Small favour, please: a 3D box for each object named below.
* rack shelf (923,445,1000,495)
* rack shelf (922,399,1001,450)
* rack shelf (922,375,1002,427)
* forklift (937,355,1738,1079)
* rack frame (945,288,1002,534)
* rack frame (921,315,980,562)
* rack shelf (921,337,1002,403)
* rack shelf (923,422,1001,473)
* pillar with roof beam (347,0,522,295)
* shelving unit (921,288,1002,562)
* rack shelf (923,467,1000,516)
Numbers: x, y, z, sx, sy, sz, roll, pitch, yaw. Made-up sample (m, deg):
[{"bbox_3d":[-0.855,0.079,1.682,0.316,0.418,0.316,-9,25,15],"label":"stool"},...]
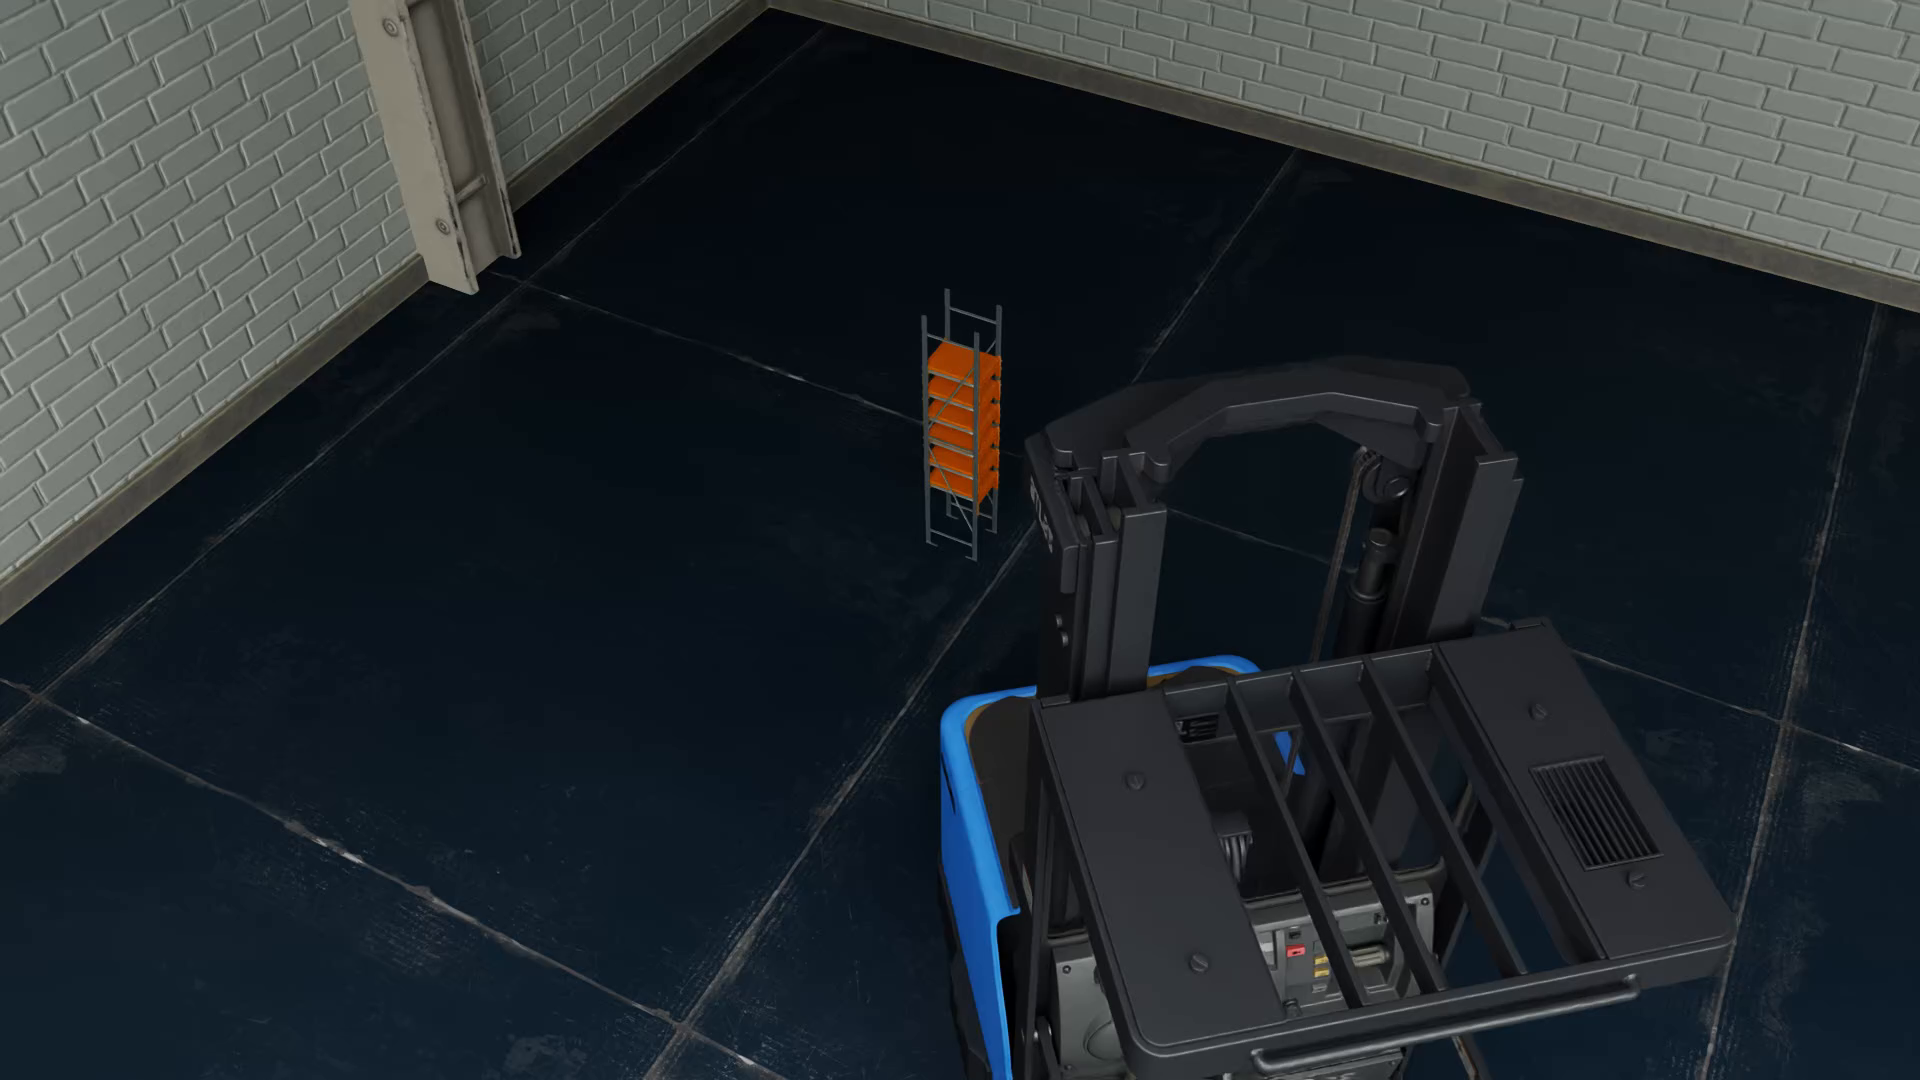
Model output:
[{"bbox_3d":[0.007,-0.315,6.729,0.258,0.103,0.180,20,49,19],"label":"rack shelf"},{"bbox_3d":[0.007,-0.484,6.558,0.258,0.103,0.180,20,49,19],"label":"rack shelf"},{"bbox_3d":[0.007,-0.568,6.473,0.258,0.103,0.180,20,49,19],"label":"rack shelf"},{"bbox_3d":[0.728,1.166,3.817,1.130,2.935,3.031,-8,46,-8],"label":"forklift"},{"bbox_3d":[0.049,-0.489,6.669,0.240,1.200,0.006,20,49,19],"label":"rack frame"},{"bbox_3d":[-0.036,-0.373,6.555,0.240,1.200,0.006,20,49,19],"label":"rack frame"},{"bbox_3d":[0.007,-0.653,6.388,0.258,0.103,0.180,20,49,19],"label":"rack shelf"},{"bbox_3d":[0.007,-0.400,6.644,0.258,0.103,0.180,20,49,19],"label":"rack shelf"},{"bbox_3d":[1.357,-3.128,3.794,9.100,9.000,0.400,20,49,19],"label":"pillar with roof beam"},{"bbox_3d":[0.007,-0.431,6.612,0.258,1.200,0.189,20,49,19],"label":"shelving unit"},{"bbox_3d":[0.007,-0.231,6.814,0.258,0.103,0.180,20,49,19],"label":"rack shelf"}]
